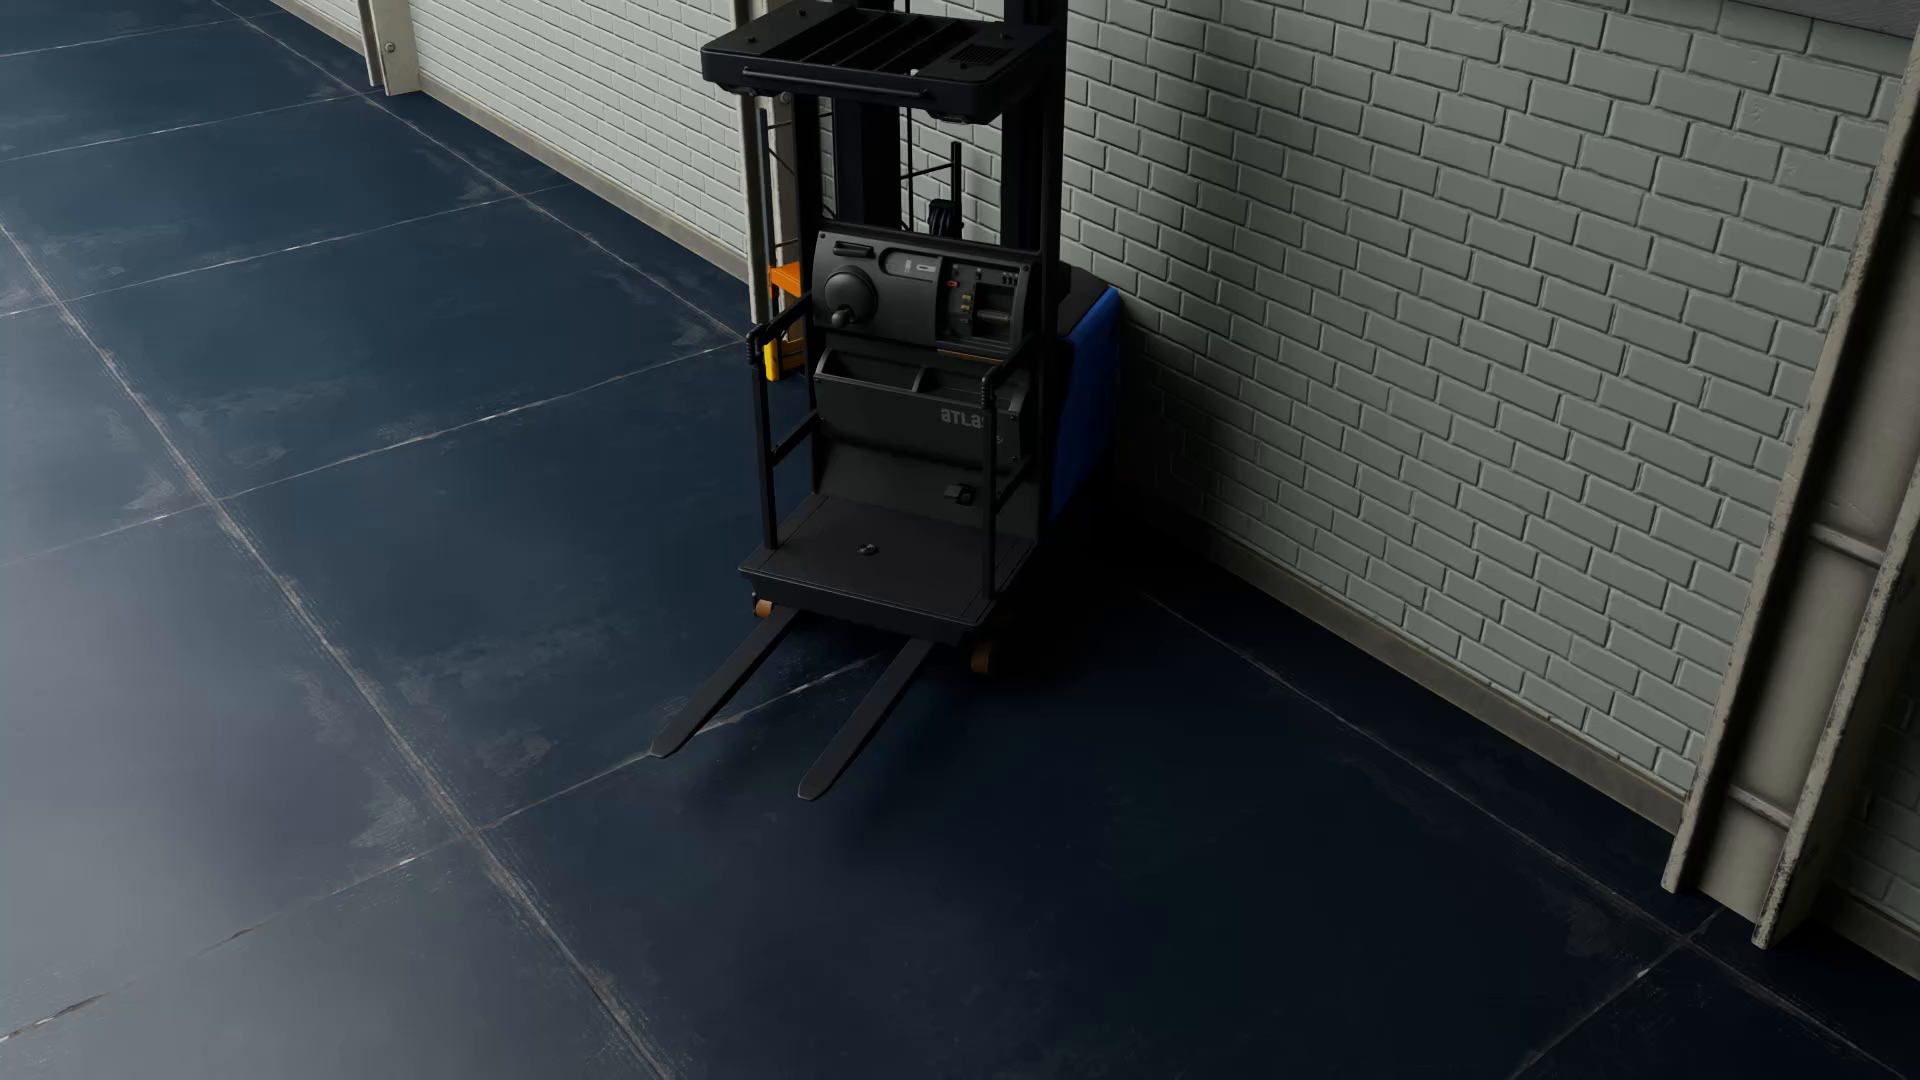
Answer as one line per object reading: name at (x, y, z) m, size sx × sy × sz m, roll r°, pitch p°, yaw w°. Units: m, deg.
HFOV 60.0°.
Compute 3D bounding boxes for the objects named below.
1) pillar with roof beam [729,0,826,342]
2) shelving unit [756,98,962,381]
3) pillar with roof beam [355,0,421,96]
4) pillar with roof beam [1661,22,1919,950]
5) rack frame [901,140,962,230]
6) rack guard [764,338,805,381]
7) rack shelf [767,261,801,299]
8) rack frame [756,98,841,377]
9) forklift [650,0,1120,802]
pillar with roof beam at (-4.393, -3.692, 5.165) m, size 9.100 × 9.000 × 0.400 m, roll -22°, pitch 38°, yaw -31°
shelving unit at (-0.517, -1.415, 8.606) m, size 0.587 × 1.500 × 1.083 m, roll -23°, pitch 38°, yaw -32°
pillar with roof beam at (-8.072, -6.192, 9.191) m, size 9.100 × 9.000 × 0.400 m, roll -22°, pitch 38°, yaw -31°
pillar with roof beam at (-0.713, -1.191, 1.139) m, size 9.100 × 9.000 × 0.400 m, roll -22°, pitch 38°, yaw -31°
rack frame at (-0.196, -1.200, 8.261) m, size 0.500 × 1.500 × 0.032 m, roll -23°, pitch 38°, yaw -32°
rack guard at (-0.825, -1.090, 9.268) m, size 0.587 × 0.250 × 0.087 m, roll -23°, pitch 38°, yaw -32°
rack shelf at (-0.511, -1.258, 8.695) m, size 0.538 × 0.185 × 1.000 m, roll -23°, pitch 38°, yaw -32°
rack frame at (-0.826, -1.621, 8.939) m, size 0.500 × 1.500 × 0.032 m, roll -23°, pitch 38°, yaw -32°
forklift at (-0.241, -0.942, 6.489) m, size 1.130 × 2.935 × 3.031 m, roll 12°, pitch 34°, yaw 19°
